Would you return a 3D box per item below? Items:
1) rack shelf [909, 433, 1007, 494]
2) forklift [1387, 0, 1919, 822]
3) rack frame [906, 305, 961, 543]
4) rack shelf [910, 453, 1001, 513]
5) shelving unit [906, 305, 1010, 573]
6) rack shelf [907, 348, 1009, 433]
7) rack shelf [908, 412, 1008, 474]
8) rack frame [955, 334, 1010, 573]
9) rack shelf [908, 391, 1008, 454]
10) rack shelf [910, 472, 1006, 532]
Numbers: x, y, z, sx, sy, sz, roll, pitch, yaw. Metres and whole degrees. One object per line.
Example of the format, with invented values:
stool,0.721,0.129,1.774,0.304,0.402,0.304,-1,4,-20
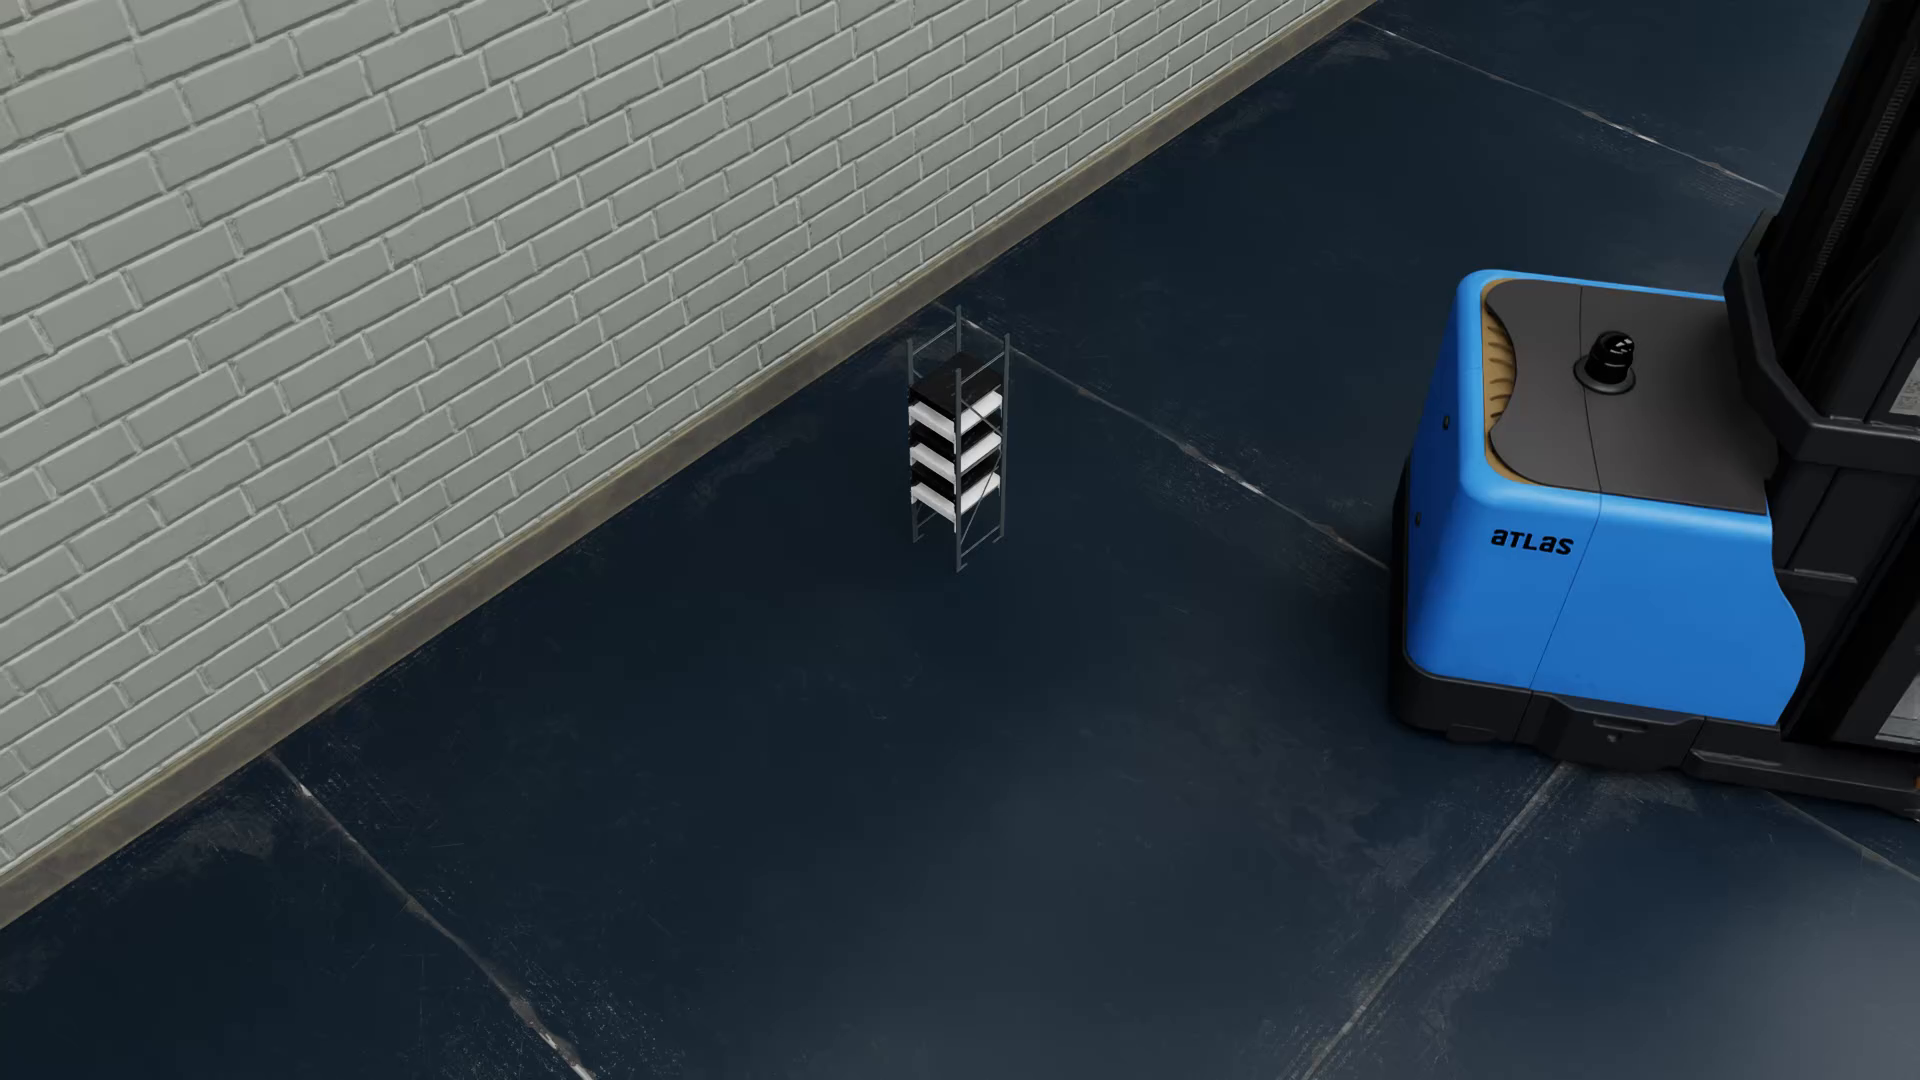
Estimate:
rack shelf,-0.006,-0.289,5.450,0.200,0.077,0.258,34,55,28
forklift,2.903,-0.551,4.257,3.031,2.935,1.130,8,47,8
rack frame,-0.081,-0.362,5.473,0.006,0.900,0.240,34,55,28
rack shelf,-0.006,-0.228,5.516,0.200,0.077,0.258,34,55,28
shelving unit,-0.006,-0.312,5.426,0.210,0.900,0.258,34,55,28
rack shelf,-0.006,-0.474,5.253,0.200,0.077,0.258,34,55,28
rack shelf,-0.006,-0.351,5.384,0.200,0.077,0.258,34,55,28
rack frame,0.069,-0.262,5.379,0.006,0.900,0.240,34,55,28
rack shelf,-0.006,-0.412,5.319,0.200,0.077,0.258,34,55,28
rack shelf,-0.006,-0.166,5.581,0.200,0.077,0.258,34,55,28
